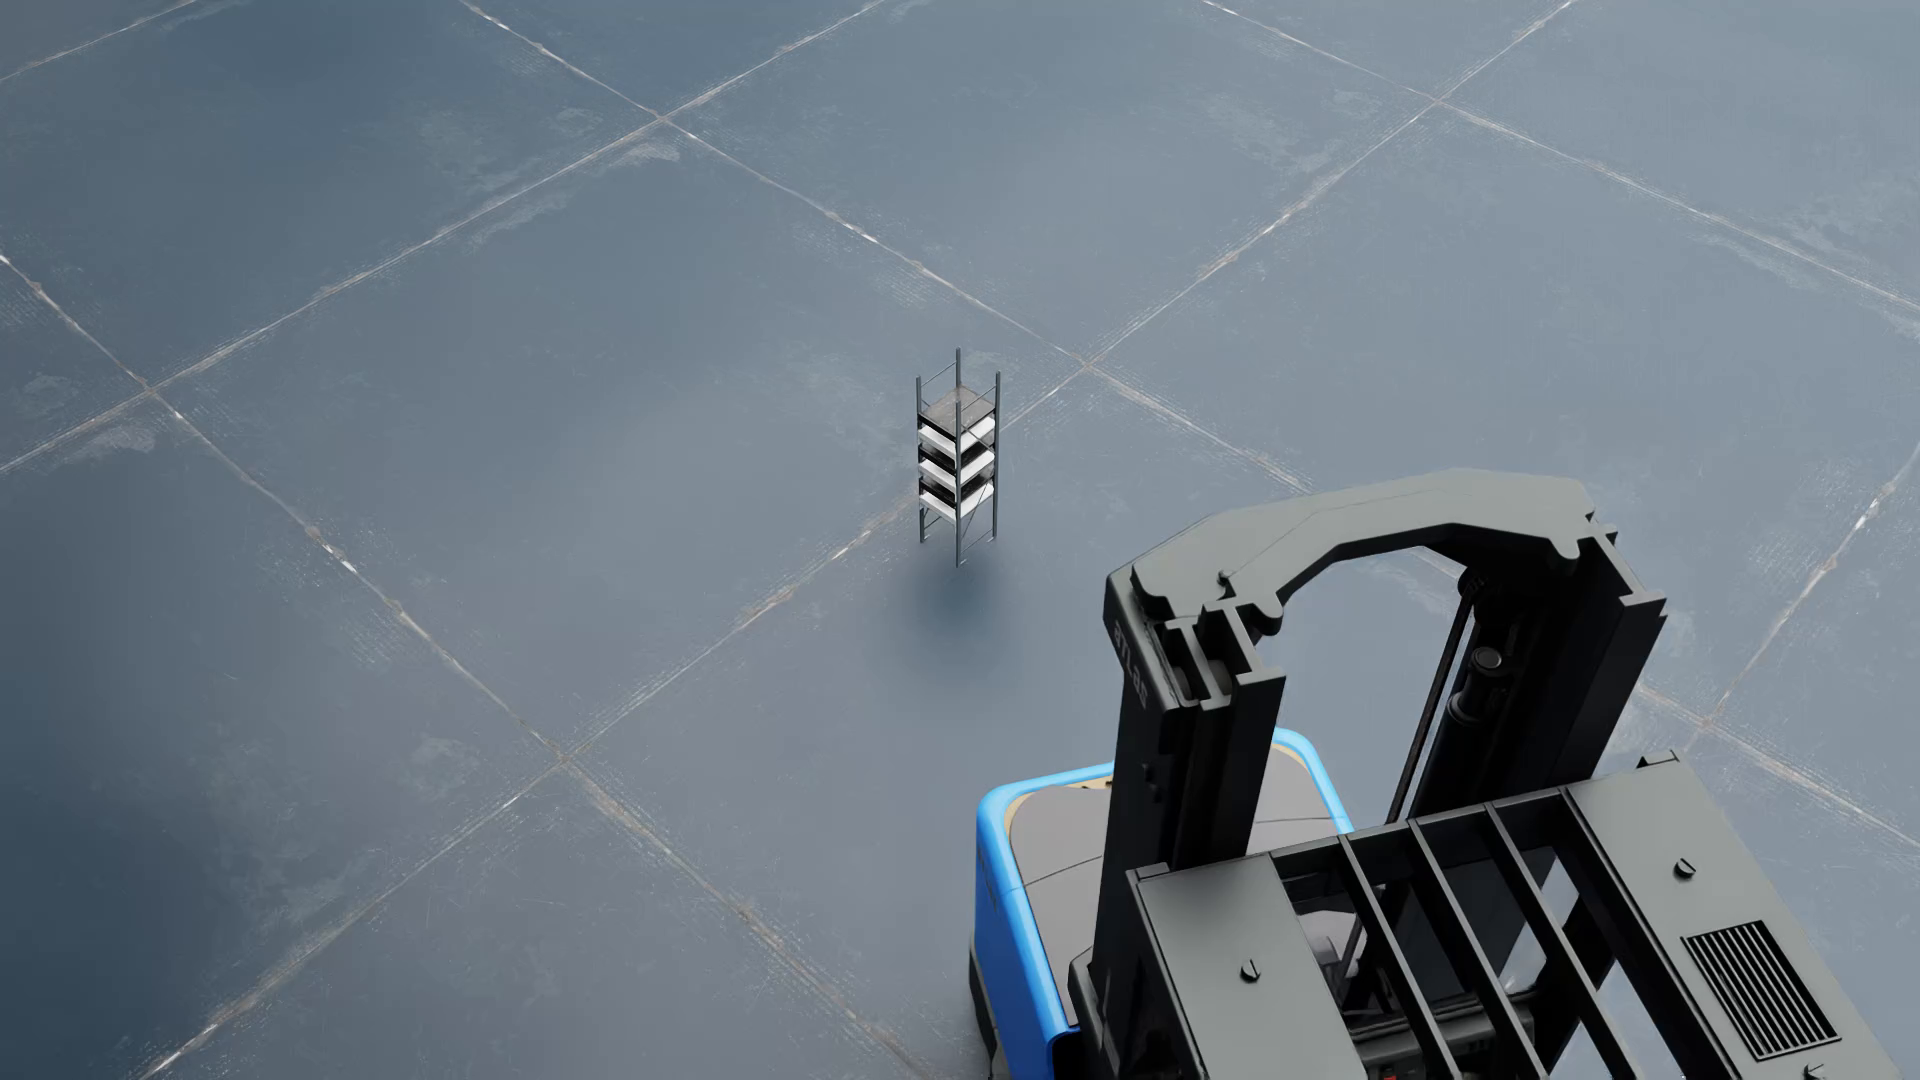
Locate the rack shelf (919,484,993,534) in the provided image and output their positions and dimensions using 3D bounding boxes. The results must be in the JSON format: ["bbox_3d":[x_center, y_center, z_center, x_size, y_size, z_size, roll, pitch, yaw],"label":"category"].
[{"bbox_3d":[-0.006,-0.166,6.690,0.200,0.077,0.258,34,55,28],"label":"rack shelf"}]

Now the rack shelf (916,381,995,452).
[{"bbox_3d":[-0.006,-0.474,6.362,0.200,0.077,0.258,34,55,28],"label":"rack shelf"}]

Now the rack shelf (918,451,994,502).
[{"bbox_3d":[-0.006,-0.289,6.559,0.200,0.077,0.258,34,55,28],"label":"rack shelf"}]

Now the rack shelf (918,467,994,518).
[{"bbox_3d":[-0.006,-0.228,6.624,0.200,0.077,0.258,34,55,28],"label":"rack shelf"}]

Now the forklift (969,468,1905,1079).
[{"bbox_3d":[0.887,1.400,3.533,1.130,2.935,3.031,-10,48,-10],"label":"forklift"}]

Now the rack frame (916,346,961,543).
[{"bbox_3d":[-0.081,-0.362,6.581,0.006,0.900,0.240,34,55,28],"label":"rack frame"}]

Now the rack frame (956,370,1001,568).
[{"bbox_3d":[0.069,-0.262,6.487,0.006,0.900,0.240,34,55,28],"label":"rack frame"}]

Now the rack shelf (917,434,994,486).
[{"bbox_3d":[-0.006,-0.351,6.493,0.200,0.077,0.258,34,55,28],"label":"rack shelf"}]

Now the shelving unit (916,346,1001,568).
[{"bbox_3d":[-0.006,-0.312,6.534,0.210,0.900,0.258,34,55,28],"label":"shelving unit"}]

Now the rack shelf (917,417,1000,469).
[{"bbox_3d":[-0.006,-0.412,6.427,0.200,0.077,0.258,34,55,28],"label":"rack shelf"}]
